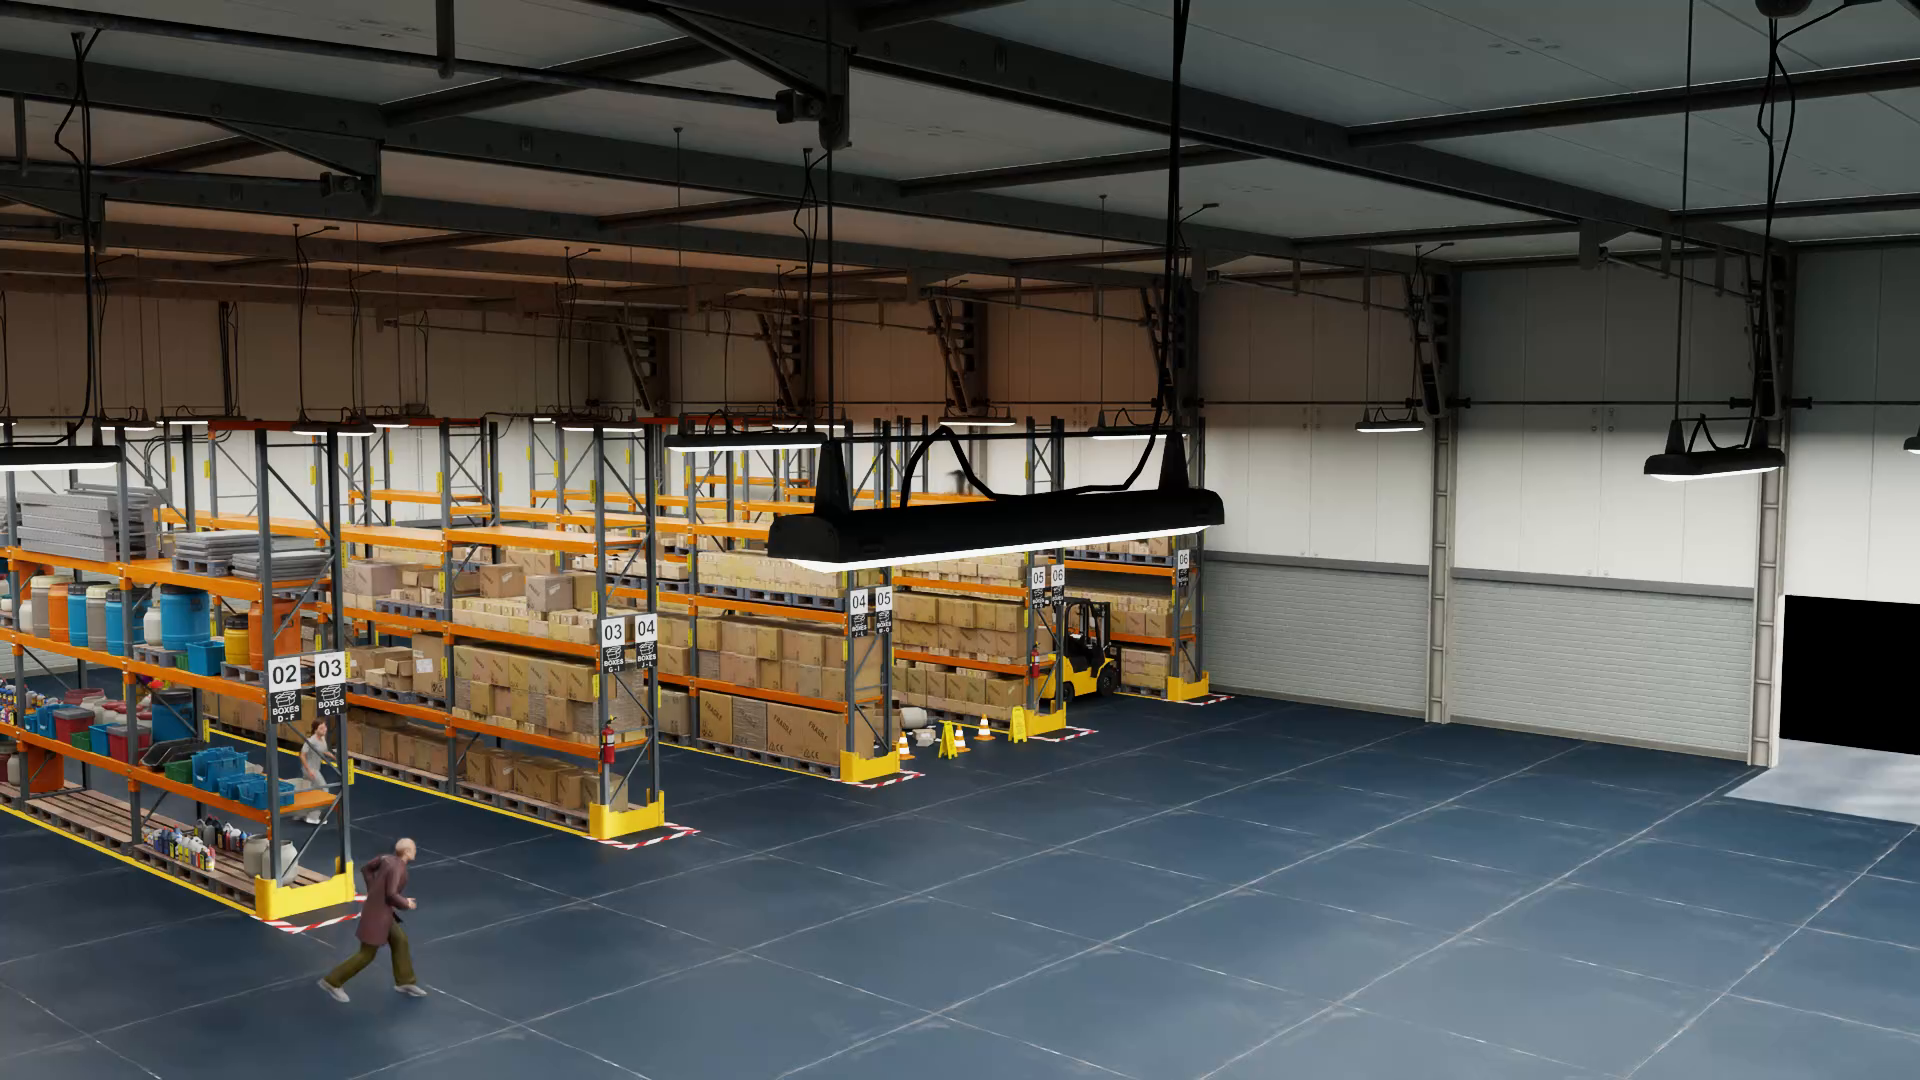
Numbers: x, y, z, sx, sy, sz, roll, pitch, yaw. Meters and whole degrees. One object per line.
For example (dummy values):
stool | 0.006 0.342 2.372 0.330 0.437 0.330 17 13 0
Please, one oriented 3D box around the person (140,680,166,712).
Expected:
person | -13.536 3.169 28.001 0.804 1.678 0.700 1 5 16

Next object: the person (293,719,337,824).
person | -9.695 3.474 25.024 0.764 1.604 0.611 -1 5 -11

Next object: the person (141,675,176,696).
person | -15.105 2.926 31.329 0.918 1.619 0.715 2 5 26

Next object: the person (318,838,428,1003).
person | -6.196 4.045 17.501 1.098 1.743 0.746 -3 6 -32
